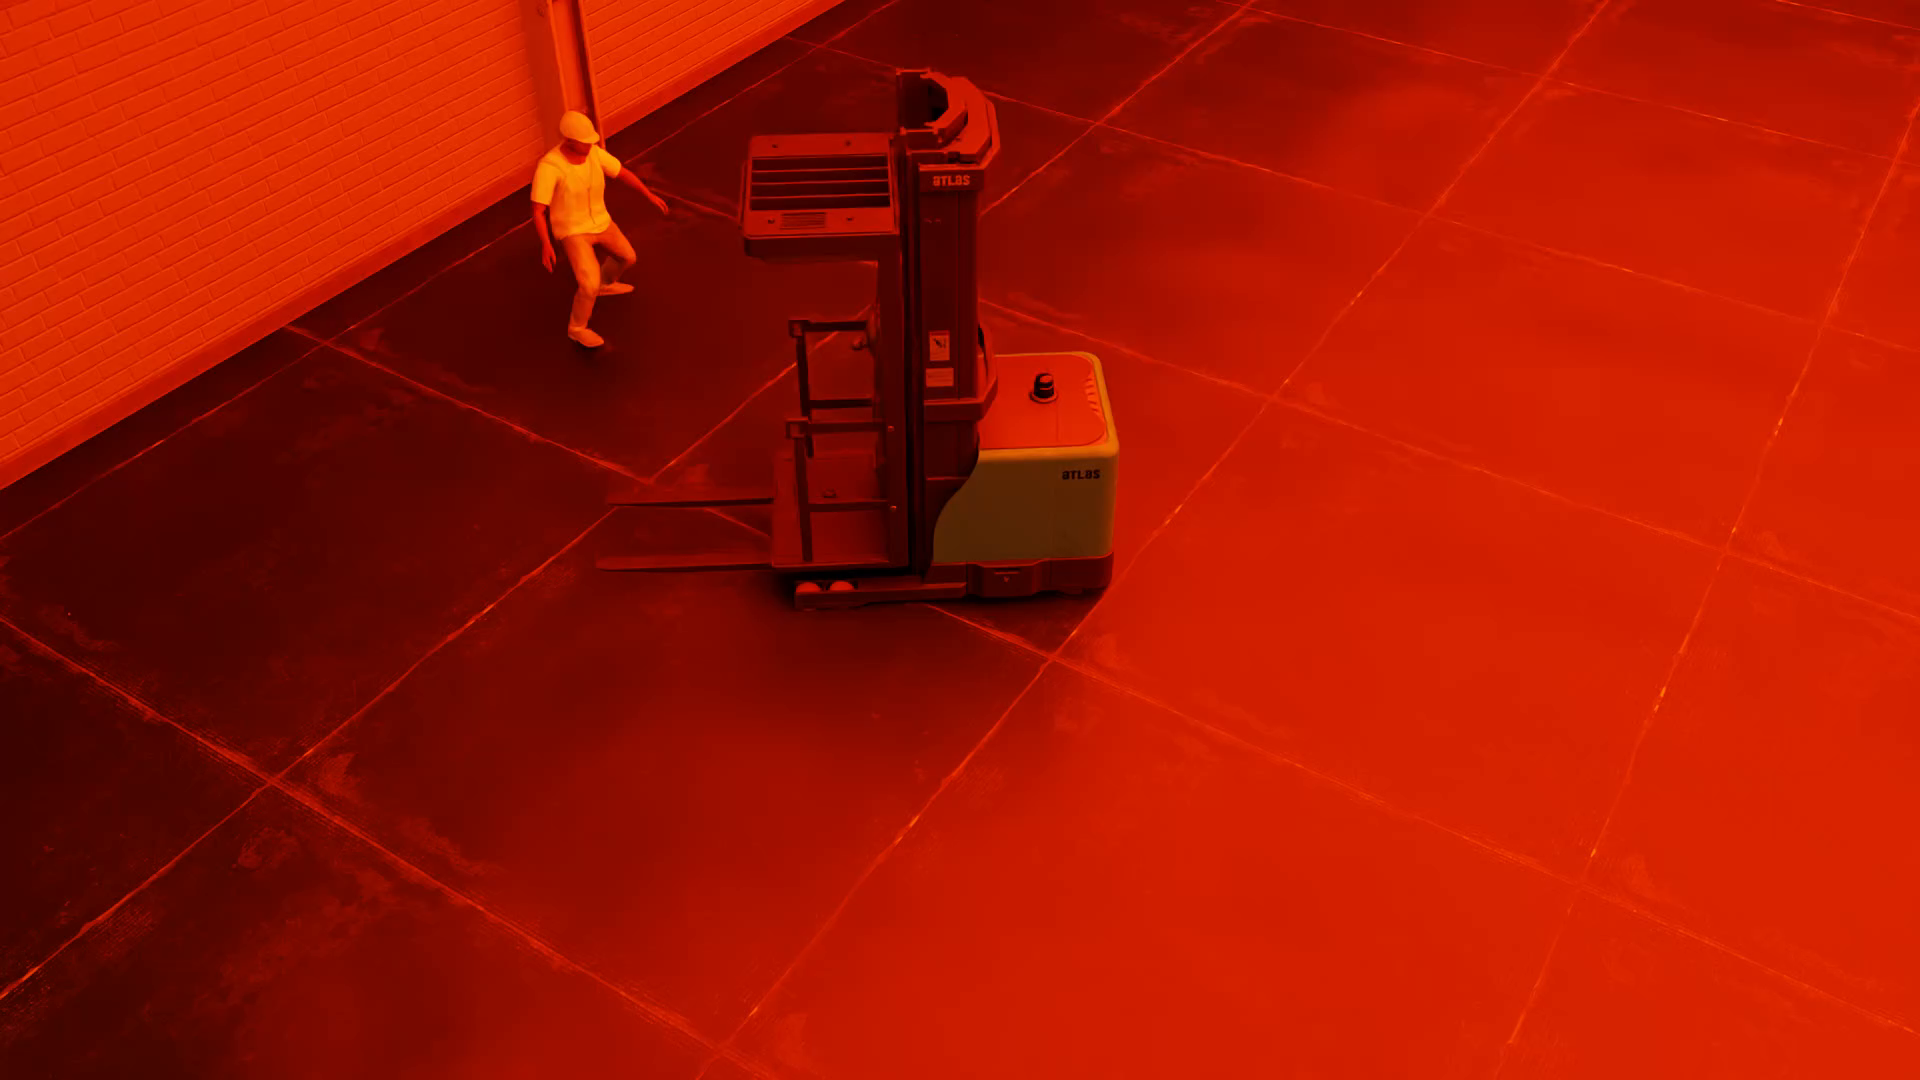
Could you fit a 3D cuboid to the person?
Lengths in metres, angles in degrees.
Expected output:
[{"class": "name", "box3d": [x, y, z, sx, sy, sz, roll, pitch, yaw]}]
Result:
[{"class": "person", "box3d": [-2.573, -2.228, 11.631, 0.699, 1.632, 1.022, 26, 47, 28]}]

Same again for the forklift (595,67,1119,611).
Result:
[{"class": "forklift", "box3d": [-0.639, -1.059, 9.217, 3.031, 2.935, 1.130, -2, 40, -3]}]
